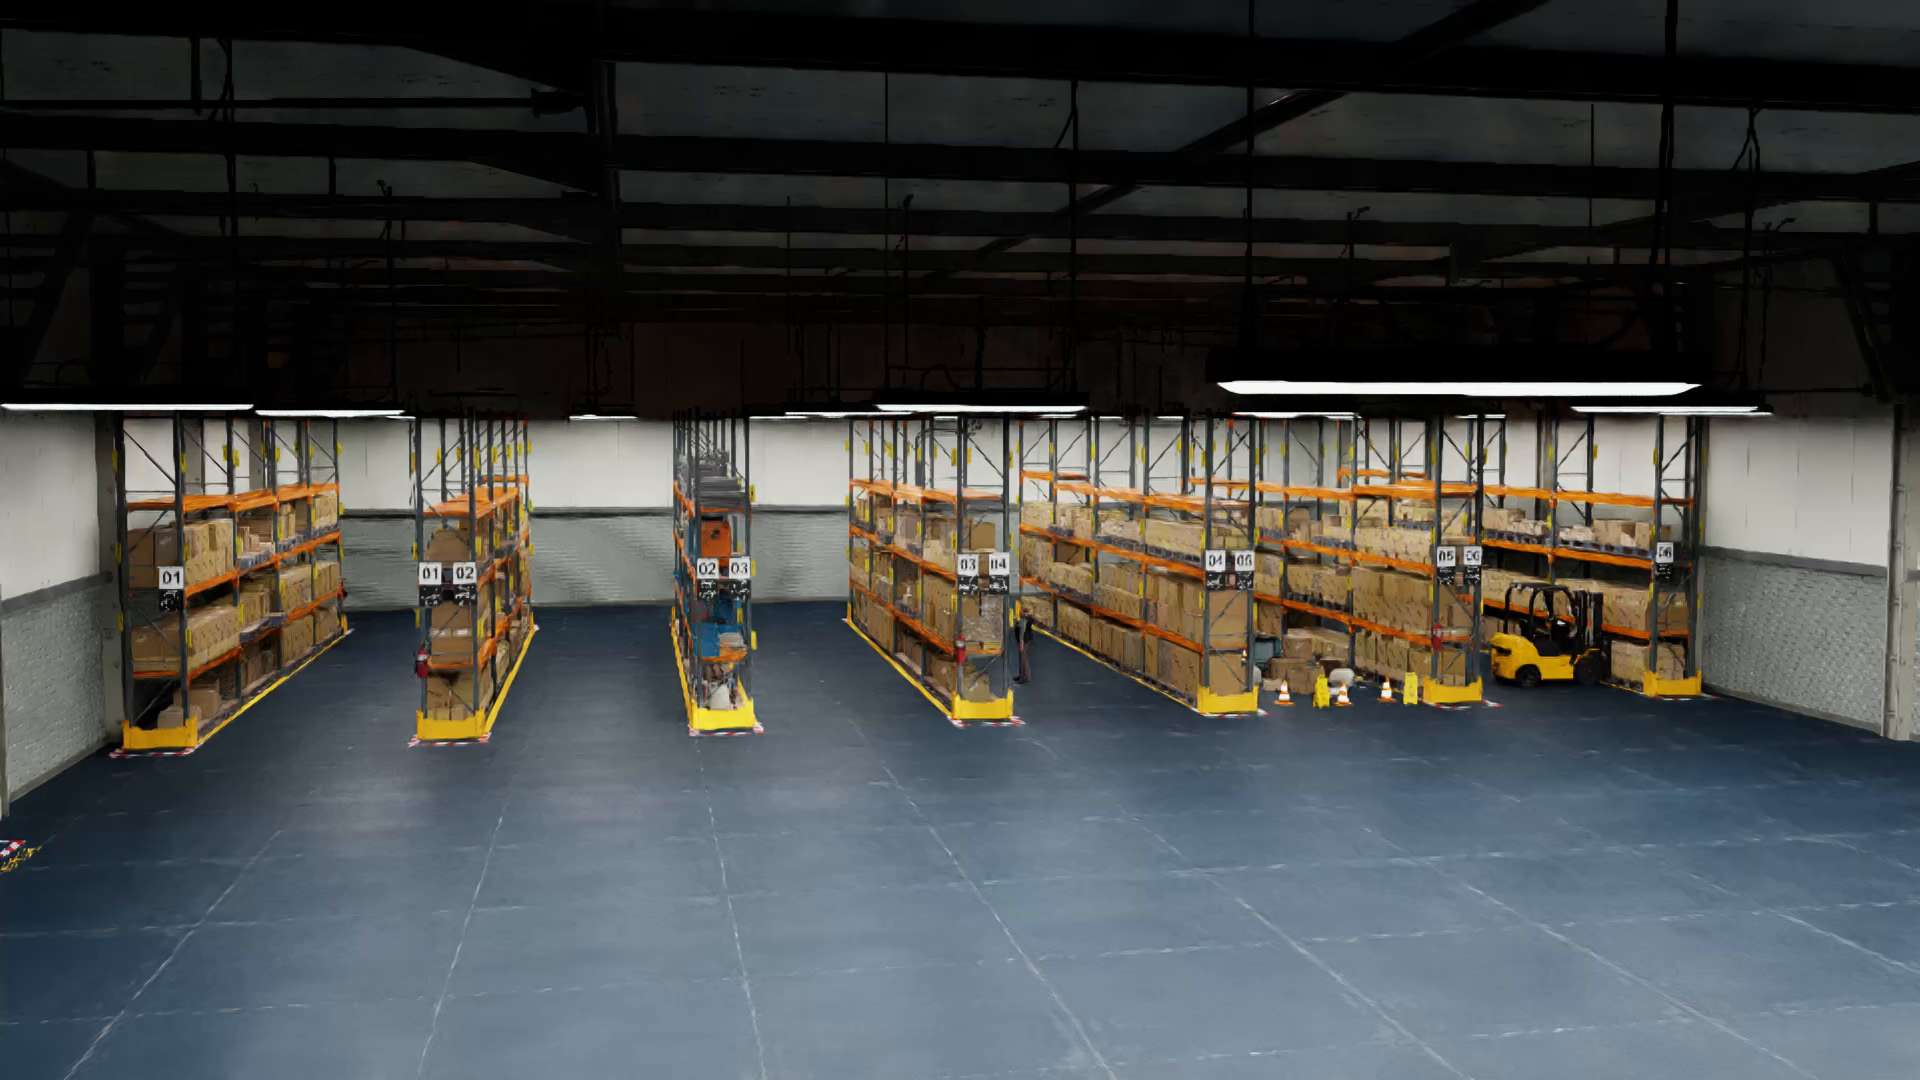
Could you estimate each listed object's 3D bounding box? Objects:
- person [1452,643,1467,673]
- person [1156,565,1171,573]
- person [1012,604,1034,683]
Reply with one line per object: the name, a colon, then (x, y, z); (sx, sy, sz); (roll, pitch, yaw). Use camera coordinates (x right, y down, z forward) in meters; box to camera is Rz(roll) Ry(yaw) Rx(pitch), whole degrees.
person: (11.271, 2.224, 37.831); (0.527, 1.592, 0.512); (2, 4, 21)
person: (6.707, 0.969, 54.356); (0.703, 1.759, 0.455); (4, 6, 43)
person: (1.365, 2.260, 36.469); (0.499, 1.716, 0.578); (1, 4, 20)
